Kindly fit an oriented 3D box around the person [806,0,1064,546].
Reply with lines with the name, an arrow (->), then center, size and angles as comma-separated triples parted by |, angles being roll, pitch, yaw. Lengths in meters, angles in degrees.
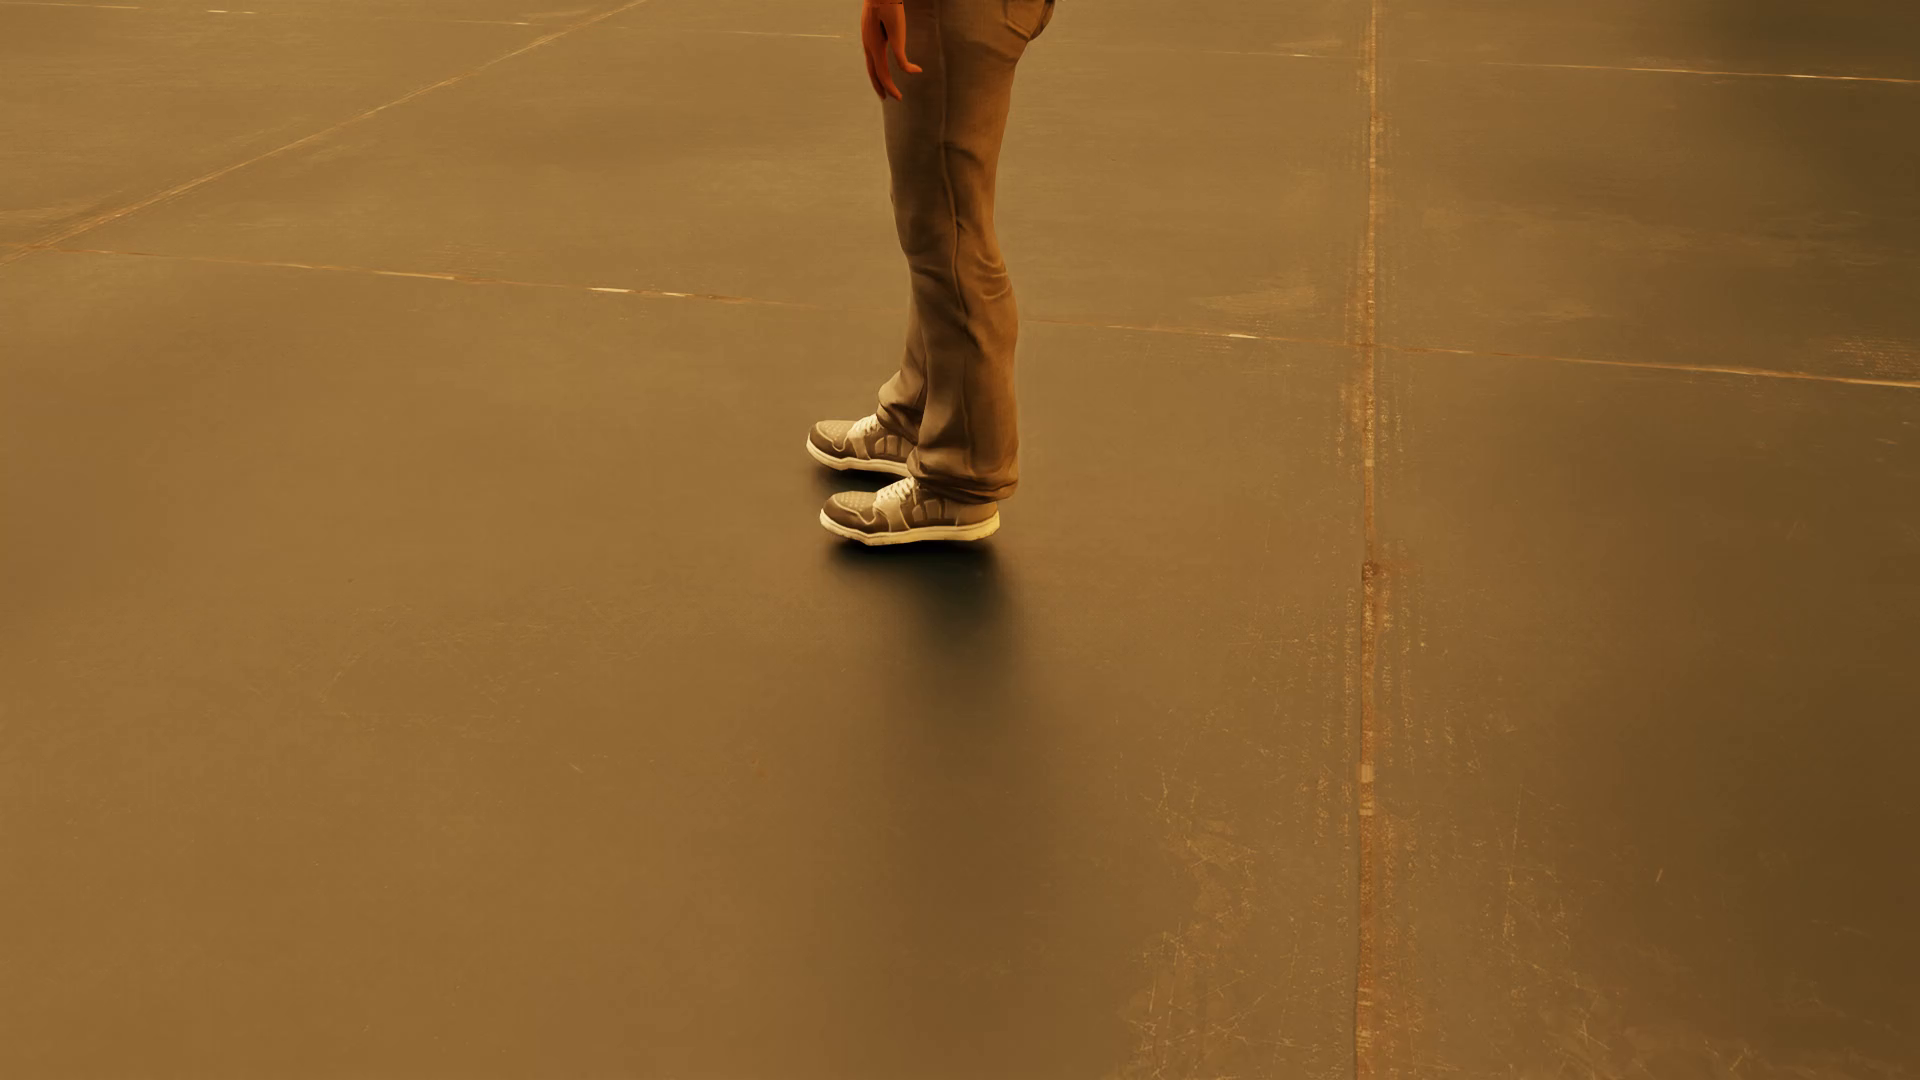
person -> -0.070, -0.733, 2.164 | 0.473, 1.599, 0.521 | 6, 27, 11
